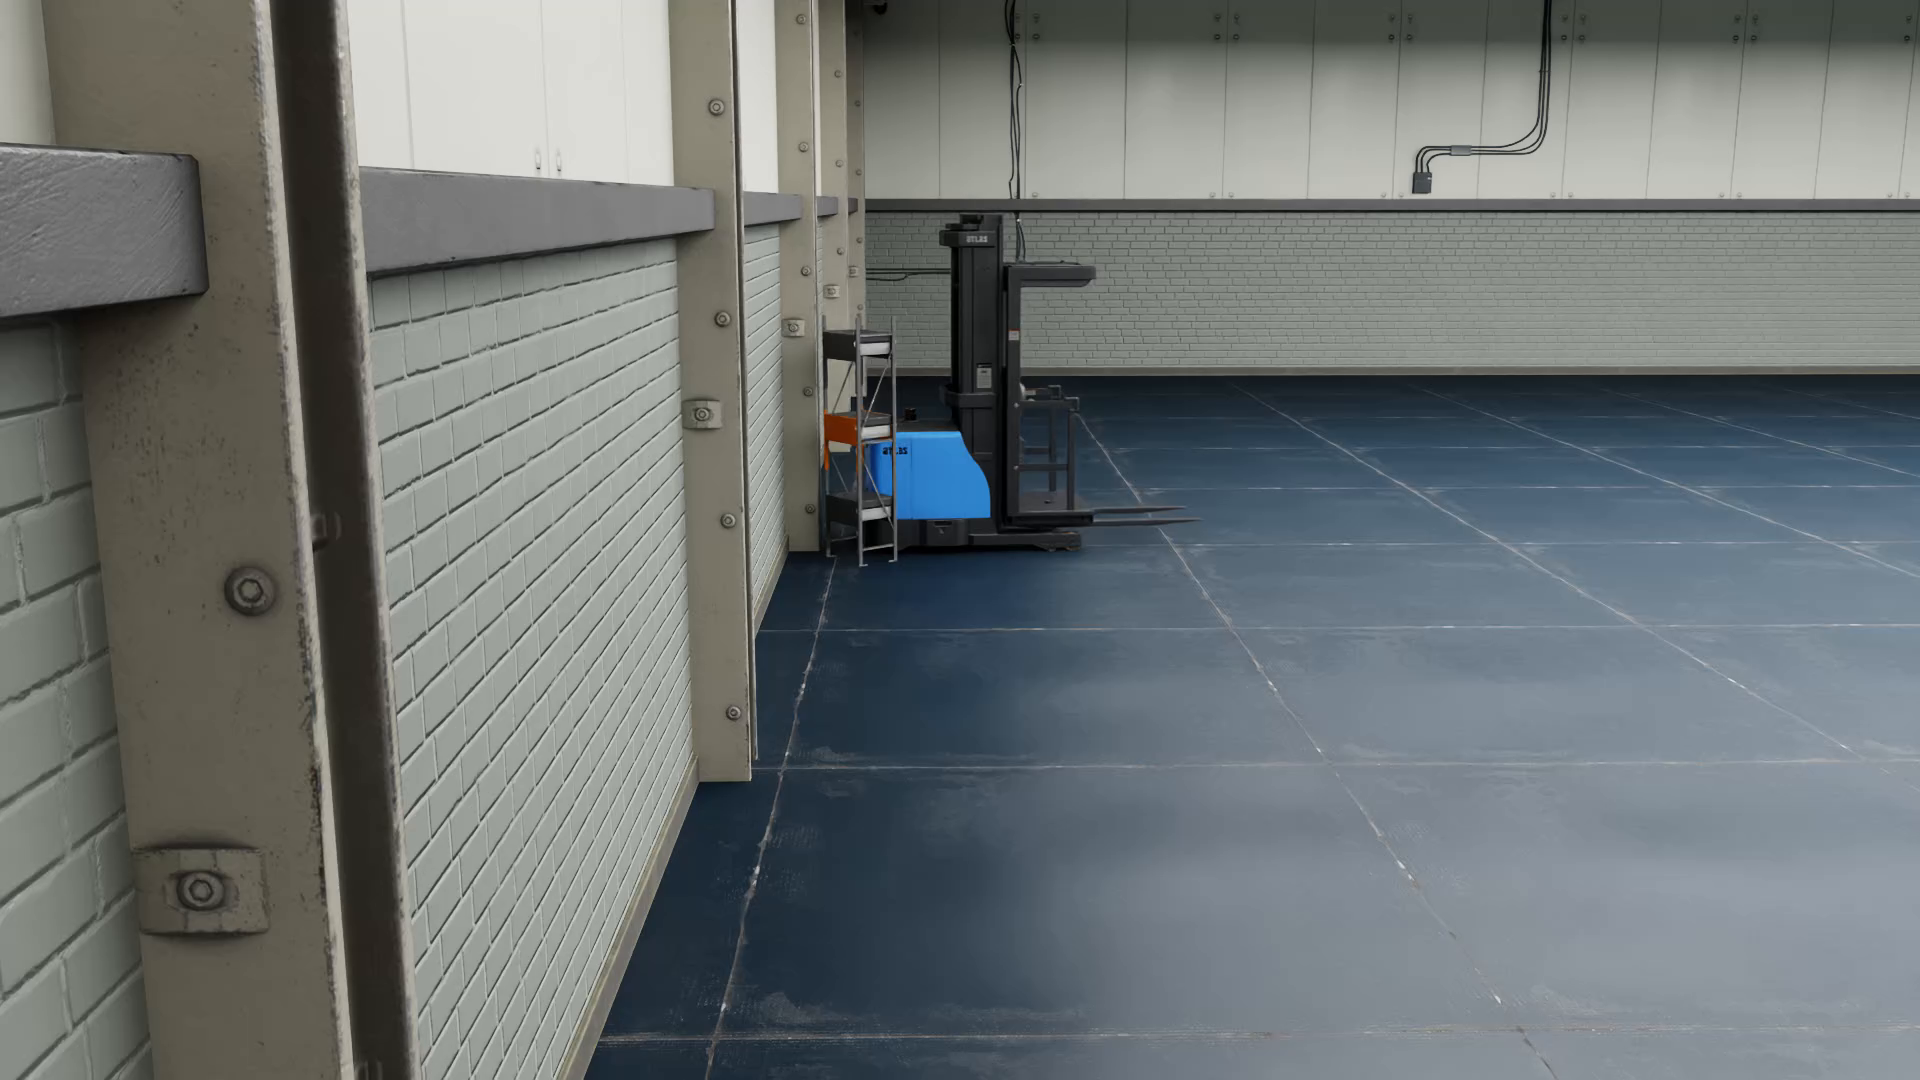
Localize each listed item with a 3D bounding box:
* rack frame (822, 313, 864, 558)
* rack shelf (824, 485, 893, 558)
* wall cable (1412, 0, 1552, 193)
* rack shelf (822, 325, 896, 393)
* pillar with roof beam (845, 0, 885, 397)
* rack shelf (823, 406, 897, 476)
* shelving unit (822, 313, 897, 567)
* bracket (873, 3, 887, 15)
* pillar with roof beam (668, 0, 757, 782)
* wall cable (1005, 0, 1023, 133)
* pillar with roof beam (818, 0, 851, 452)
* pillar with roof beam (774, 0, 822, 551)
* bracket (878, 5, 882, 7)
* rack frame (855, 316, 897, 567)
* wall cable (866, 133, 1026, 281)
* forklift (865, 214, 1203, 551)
[{"bbox_3d":[-1.010,-0.901,14.411,0.400,2.100,0.015,-9,15,-38],"label":"rack frame"},{"bbox_3d":[-0.856,-0.164,14.368,0.431,0.518,0.480,-9,15,-38],"label":"rack shelf"},{"bbox_3d":[9.100,-9.031,28.578,2.305,6.003,0.169,0,11,-1],"label":"wall cable"},{"bbox_3d":[-0.856,-1.536,14.089,0.431,0.518,0.480,-9,15,-38],"label":"rack shelf"},{"bbox_3d":[2.652,-6.755,25.913,9.100,9.000,0.548,0,11,-1],"label":"pillar with roof beam"},{"bbox_3d":[-0.856,-0.850,14.229,0.431,0.518,0.480,-9,15,-38],"label":"rack shelf"},{"bbox_3d":[-0.856,-0.864,14.226,0.431,2.100,0.503,-9,15,-38],"label":"shelving unit"},{"bbox_3d":[-1.355,-9.056,28.204,0.235,0.232,0.430,0,11,-1],"label":"bracket"},{"bbox_3d":[3.024,-3.177,8.276,9.100,9.000,0.400,0,11,-1],"label":"pillar with roof beam"},{"bbox_3d":[2.313,-8.293,28.601,3.097,2.526,0.112,0,11,-1],"label":"wall cable"},{"bbox_3d":[2.776,-5.562,20.034,9.100,9.000,0.400,0,11,-1],"label":"pillar with roof beam"},{"bbox_3d":[2.900,-4.370,14.155,9.100,9.000,0.400,0,11,-1],"label":"pillar with roof beam"},{"bbox_3d":[-1.343,-8.939,27.625,0.076,0.066,3.189,0,11,-1],"label":"bracket"},{"bbox_3d":[-0.702,-0.826,14.040,0.400,2.100,0.015,-9,15,-38],"label":"rack frame"},{"bbox_3d":[-0.391,-5.807,29.048,3.097,2.526,0.112,0,11,-1],"label":"wall cable"},{"bbox_3d":[0.664,-1.439,14.971,3.031,2.935,1.130,-1,12,-6],"label":"forklift"}]
